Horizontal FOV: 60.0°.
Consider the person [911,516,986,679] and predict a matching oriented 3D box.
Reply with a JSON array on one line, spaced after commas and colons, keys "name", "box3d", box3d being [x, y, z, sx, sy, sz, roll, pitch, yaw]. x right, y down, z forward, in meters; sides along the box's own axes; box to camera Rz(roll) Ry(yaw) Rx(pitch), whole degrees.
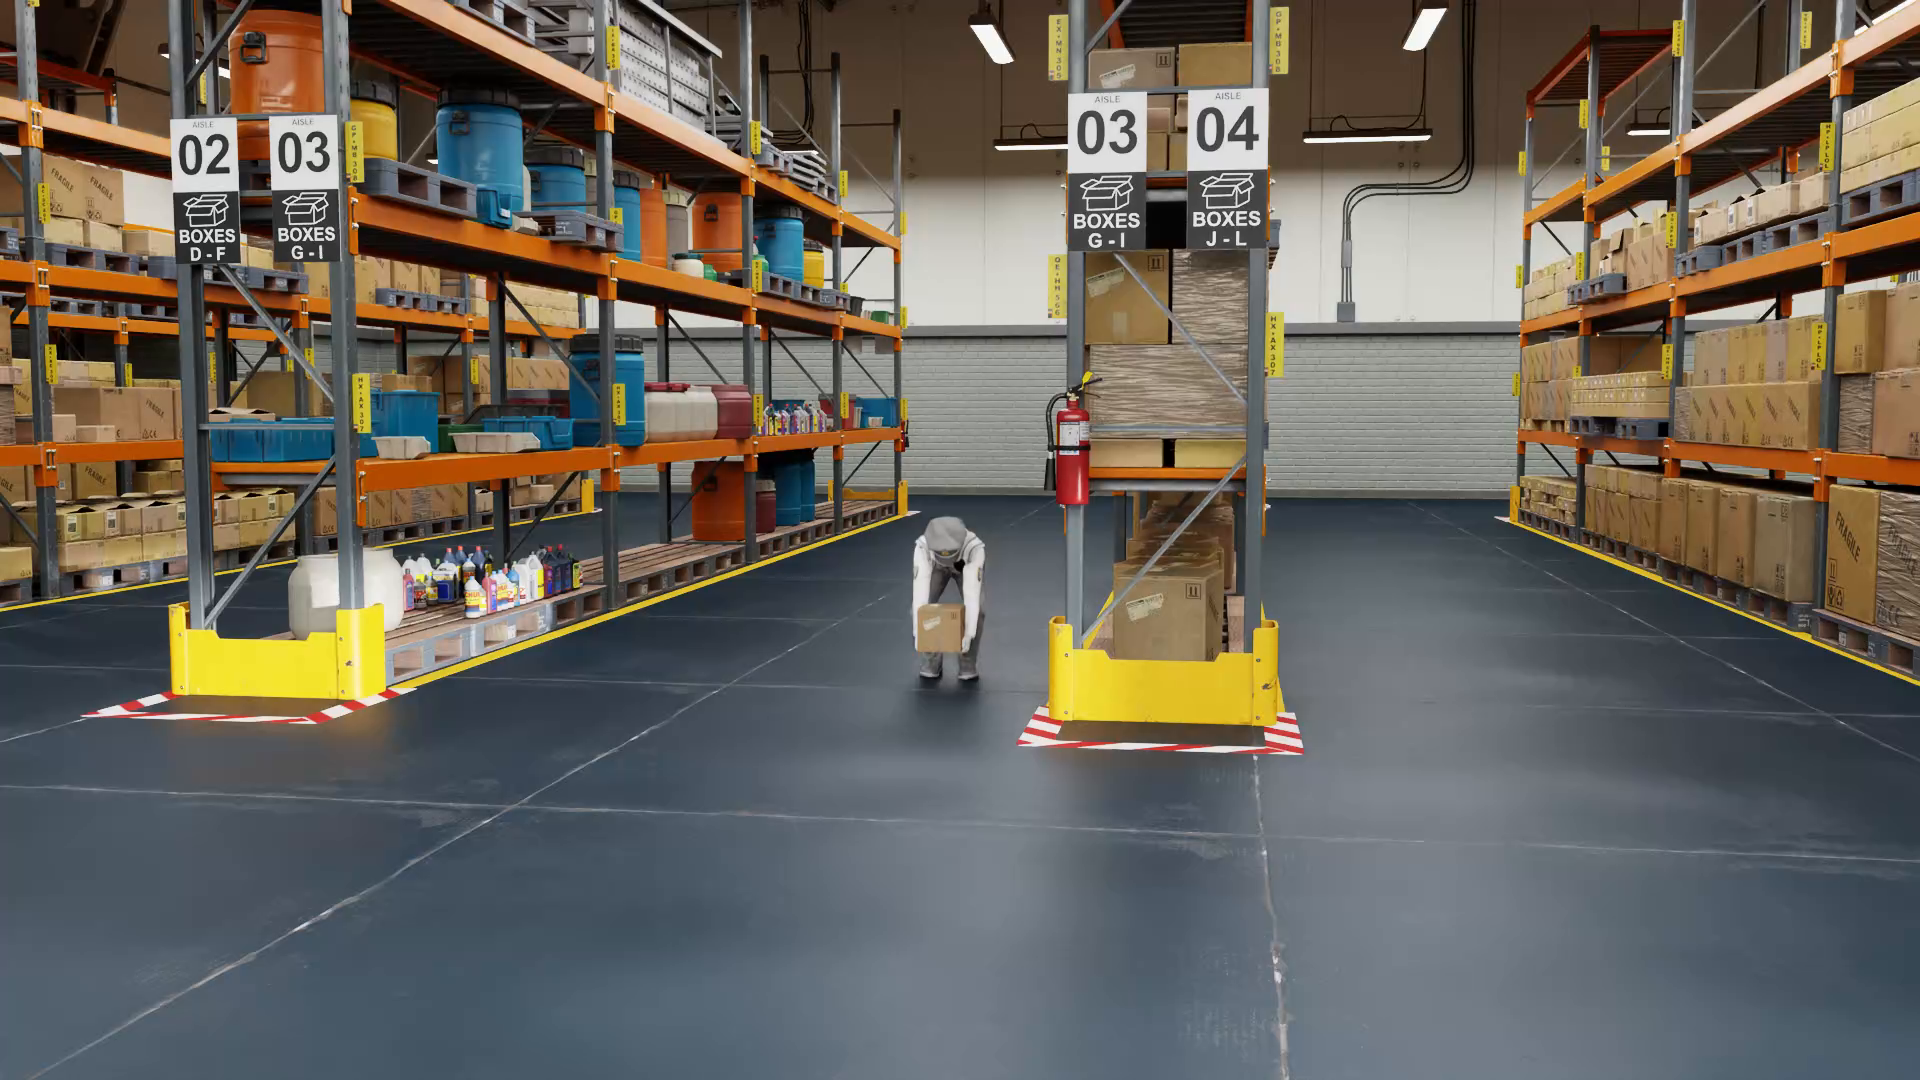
[{"name": "person", "box3d": [-0.071, 0.337, 9.871, 0.452, 0.999, 0.918, 0, 5, 5]}]
